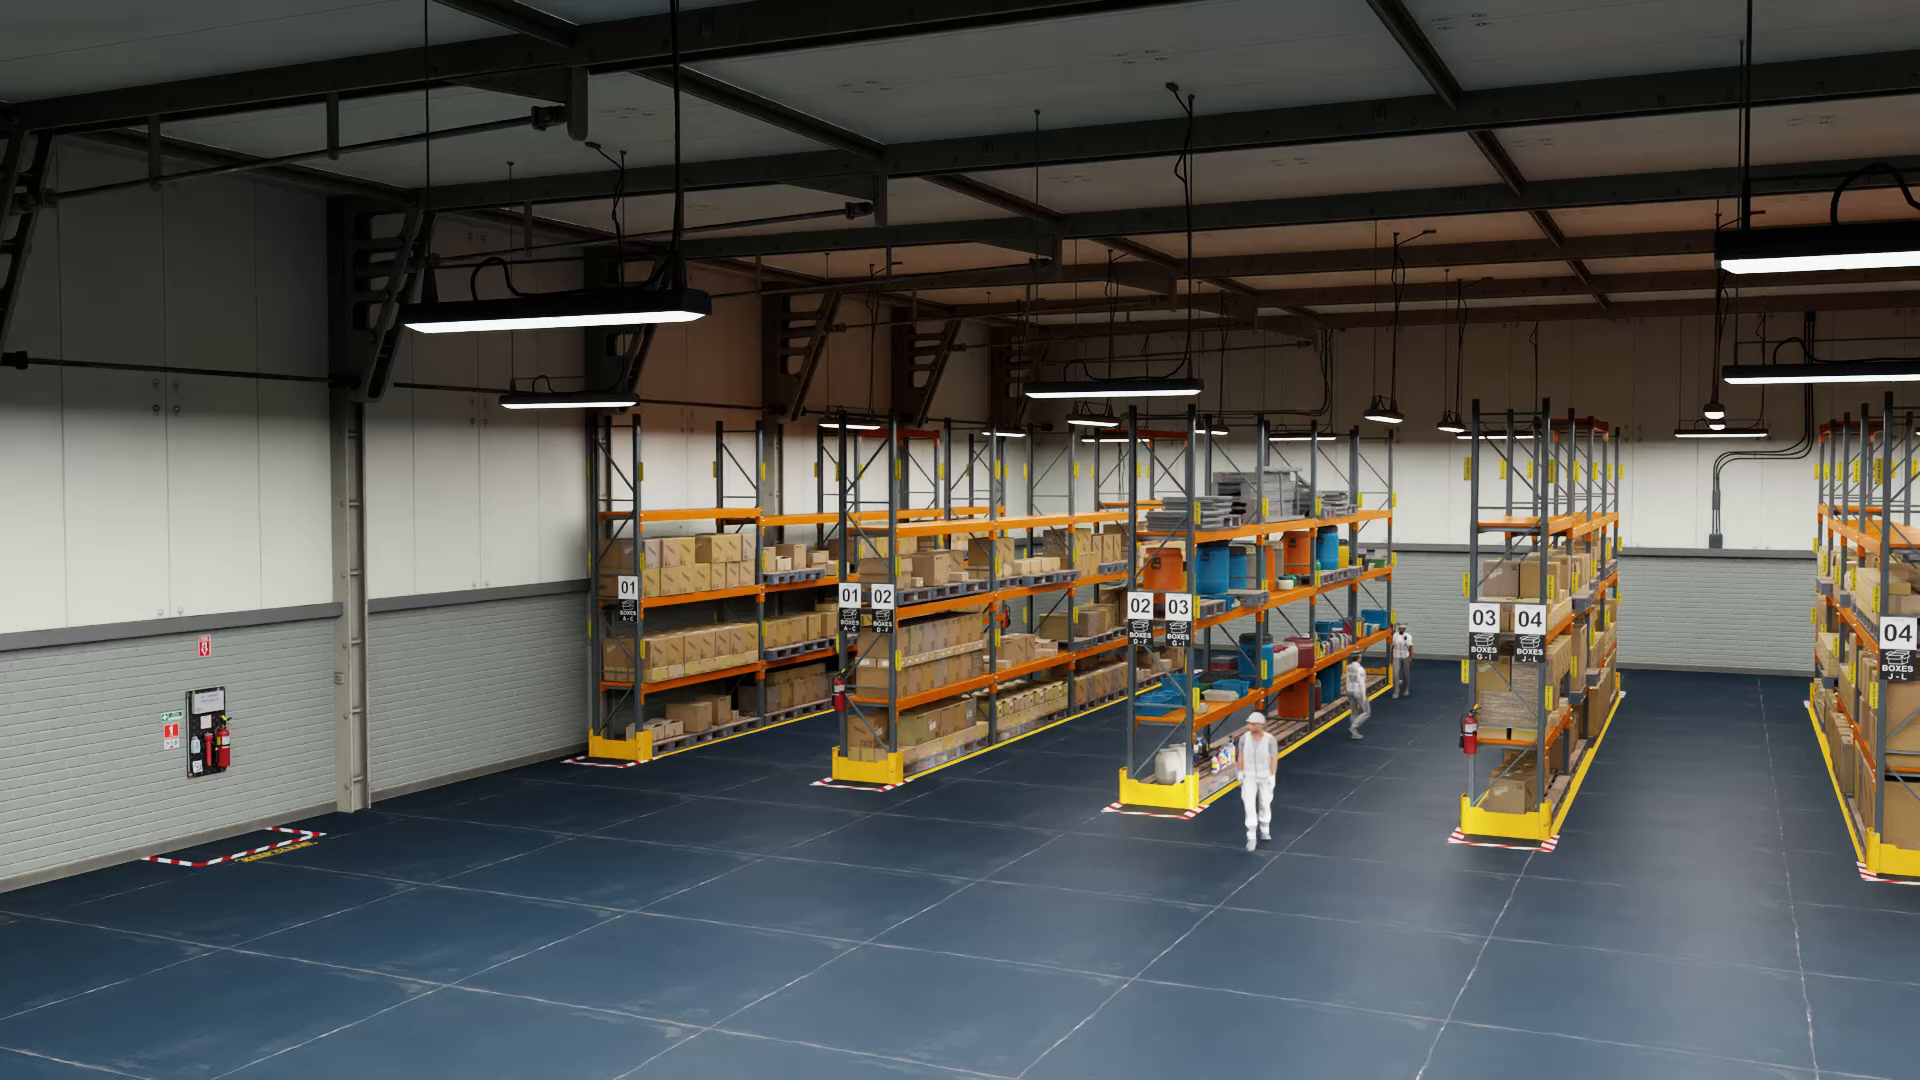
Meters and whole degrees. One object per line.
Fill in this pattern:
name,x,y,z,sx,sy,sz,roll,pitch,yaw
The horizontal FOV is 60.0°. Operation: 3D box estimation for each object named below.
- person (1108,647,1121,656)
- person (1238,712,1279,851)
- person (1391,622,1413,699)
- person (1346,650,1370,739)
person,3.913,2.449,42.339,0.549,1.645,0.676,1,3,32
person,3.974,3.194,22.239,0.561,1.782,0.839,1,2,18
person,9.812,2.656,36.941,0.507,1.694,0.648,1,3,25
person,7.379,2.899,31.096,0.463,1.661,0.588,-1,3,-25
